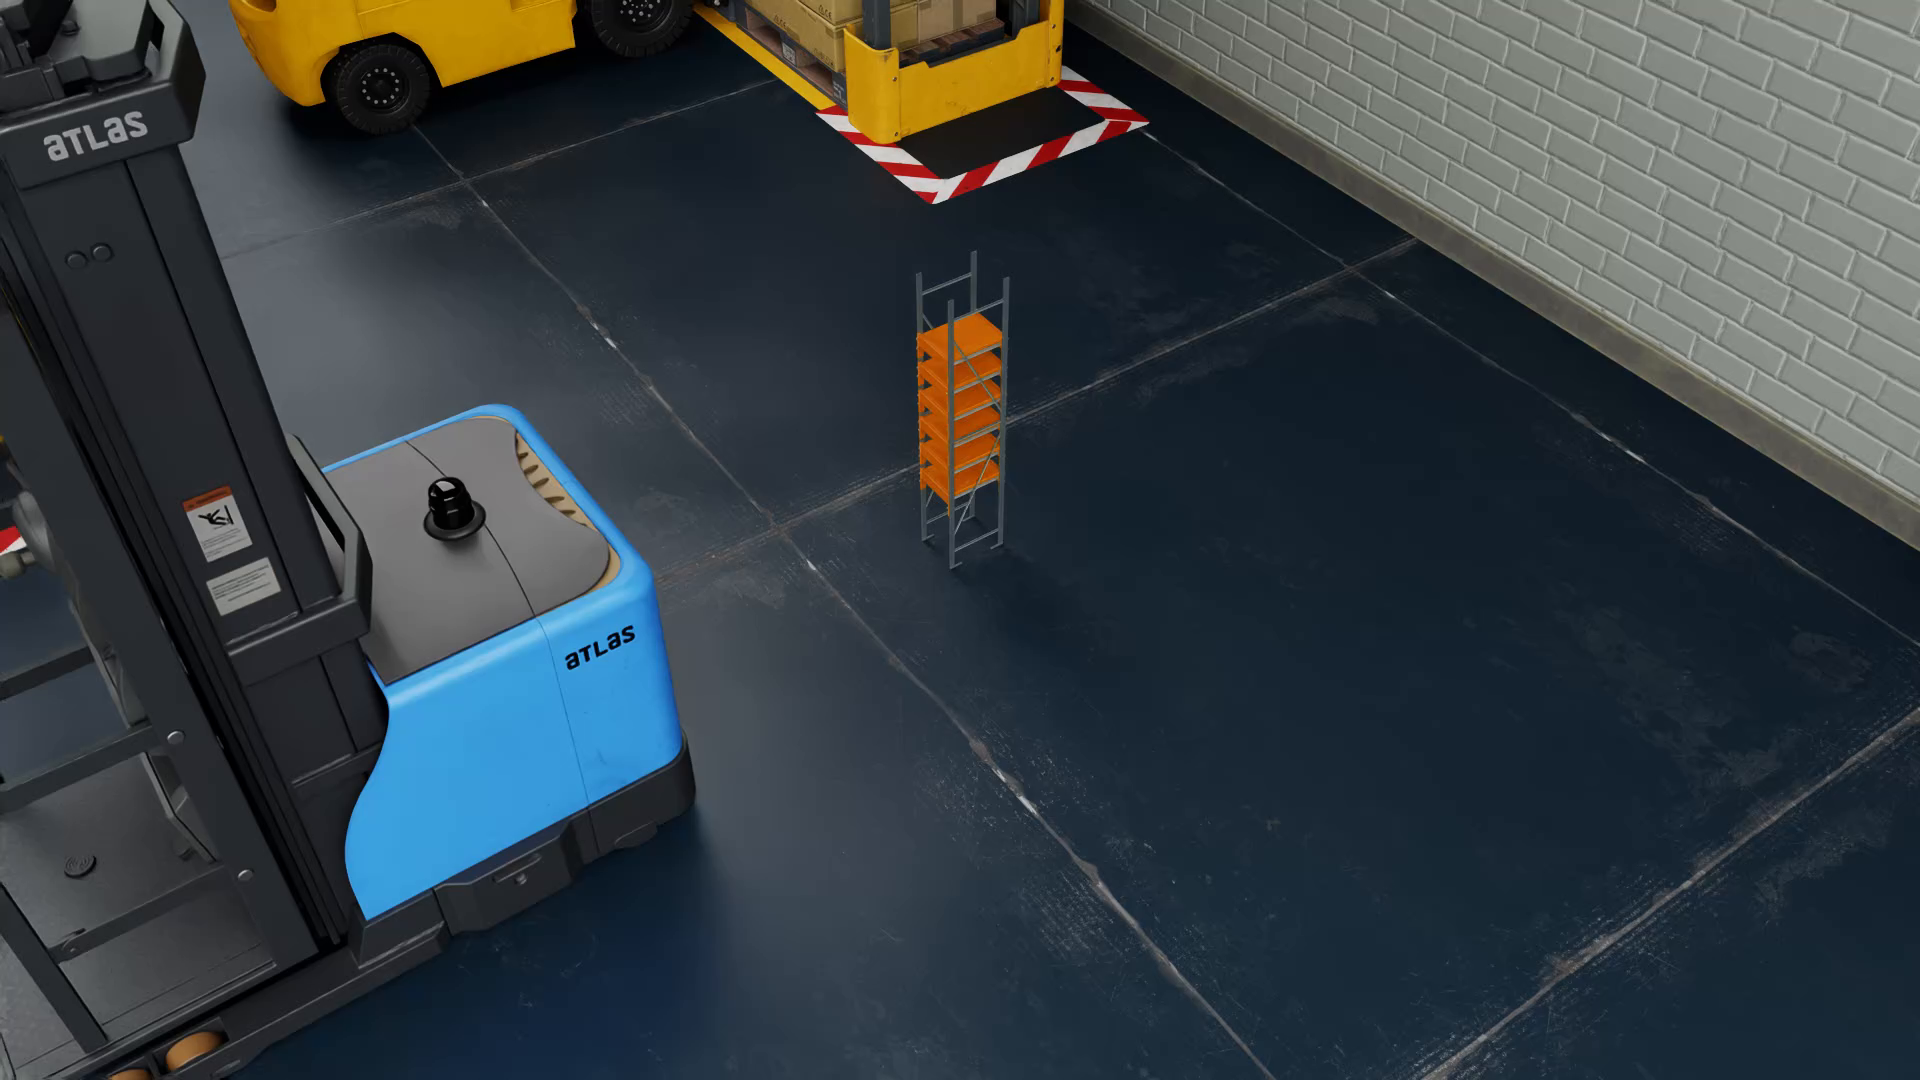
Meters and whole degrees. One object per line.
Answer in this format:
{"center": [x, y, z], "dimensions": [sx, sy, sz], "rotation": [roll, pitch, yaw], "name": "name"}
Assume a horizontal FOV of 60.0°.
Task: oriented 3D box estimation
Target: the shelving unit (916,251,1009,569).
{"center": [0.008, -0.426, 5.827], "dimensions": [0.258, 1.200, 0.189], "rotation": [-26, 49, -24], "name": "shelving unit"}

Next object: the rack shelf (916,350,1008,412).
{"center": [0.008, -0.567, 5.692], "dimensions": [0.258, 0.103, 0.180], "rotation": [-26, 49, -24], "name": "rack shelf"}

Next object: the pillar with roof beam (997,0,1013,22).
{"center": [-3.222, -4.610, 4.562], "dimensions": [9.100, 9.000, 0.400], "rotation": [-26, 49, -24], "name": "pillar with roof beam"}

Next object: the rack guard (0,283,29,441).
{"center": [-4.145, -0.566, 6.481], "dimensions": [1.175, 0.500, 0.348], "rotation": [-26, 49, -24], "name": "rack guard"}

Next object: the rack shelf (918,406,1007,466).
{"center": [0.008, -0.394, 5.858], "dimensions": [0.258, 0.103, 0.180], "rotation": [-26, 49, -24], "name": "rack shelf"}

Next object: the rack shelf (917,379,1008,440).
{"center": [0.008, -0.480, 5.775], "dimensions": [0.258, 0.103, 0.180], "rotation": [-26, 49, -24], "name": "rack shelf"}

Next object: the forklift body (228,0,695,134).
{"center": [-2.613, -3.436, 8.292], "dimensions": [2.313, 2.155, 1.214], "rotation": [-26, 49, -24], "name": "forklift body"}

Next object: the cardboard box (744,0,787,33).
{"center": [-0.837, -2.974, 8.880], "dimensions": [0.500, 0.250, 0.500], "rotation": [-26, 49, -24], "name": "cardboard box"}

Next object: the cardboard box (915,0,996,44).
{"center": [-0.153, -2.903, 8.806], "dimensions": [0.500, 0.250, 0.500], "rotation": [-26, 49, -24], "name": "cardboard box"}

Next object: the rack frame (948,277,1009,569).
{"center": [0.061, -0.374, 5.773], "dimensions": [0.240, 1.200, 0.006], "rotation": [-26, 49, -24], "name": "rack frame"}

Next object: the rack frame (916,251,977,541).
{"center": [-0.044, -0.478, 5.881], "dimensions": [0.240, 1.200, 0.006], "rotation": [-26, 49, -24], "name": "rack frame"}

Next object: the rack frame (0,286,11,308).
{"center": [-4.101, -1.427, 5.573], "dimensions": [1.000, 3.000, 0.127], "rotation": [-26, 49, -24], "name": "rack frame"}

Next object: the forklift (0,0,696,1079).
{"center": [-2.336, 0.133, 3.988], "dimensions": [3.031, 2.935, 1.130], "rotation": [-26, 50, -25], "name": "forklift"}

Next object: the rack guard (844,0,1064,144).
{"center": [-0.018, -2.472, 8.478], "dimensions": [1.175, 0.500, 0.348], "rotation": [-26, 49, -24], "name": "rack guard"}

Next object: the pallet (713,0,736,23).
{"center": [-1.198, -3.488, 9.751], "dimensions": [1.003, 0.211, 1.213], "rotation": [-26, 49, -24], "name": "pallet"}

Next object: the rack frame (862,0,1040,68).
{"center": [-0.032, -3.390, 7.629], "dimensions": [1.000, 3.000, 0.127], "rotation": [-26, 49, -24], "name": "rack frame"}

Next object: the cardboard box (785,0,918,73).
{"center": [-0.560, -2.689, 8.581], "dimensions": [0.500, 0.250, 0.500], "rotation": [-25, 49, -24], "name": "cardboard box"}

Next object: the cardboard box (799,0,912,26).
{"center": [-0.567, -2.880, 8.420], "dimensions": [0.500, 0.250, 0.500], "rotation": [-26, 50, -25], "name": "cardboard box"}

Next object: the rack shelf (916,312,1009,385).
{"center": [0.008, -0.654, 5.609], "dimensions": [0.258, 0.103, 0.180], "rotation": [-26, 49, -24], "name": "rack shelf"}

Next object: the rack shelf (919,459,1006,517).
{"center": [0.008, -0.220, 6.024], "dimensions": [0.258, 0.103, 0.180], "rotation": [-26, 49, -24], "name": "rack shelf"}

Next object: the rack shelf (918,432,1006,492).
{"center": [0.008, -0.307, 5.941], "dimensions": [0.258, 0.103, 0.180], "rotation": [-26, 49, -24], "name": "rack shelf"}

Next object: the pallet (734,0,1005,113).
{"center": [-0.504, -2.798, 9.028], "dimensions": [1.003, 0.211, 1.213], "rotation": [-26, 49, -24], "name": "pallet"}
